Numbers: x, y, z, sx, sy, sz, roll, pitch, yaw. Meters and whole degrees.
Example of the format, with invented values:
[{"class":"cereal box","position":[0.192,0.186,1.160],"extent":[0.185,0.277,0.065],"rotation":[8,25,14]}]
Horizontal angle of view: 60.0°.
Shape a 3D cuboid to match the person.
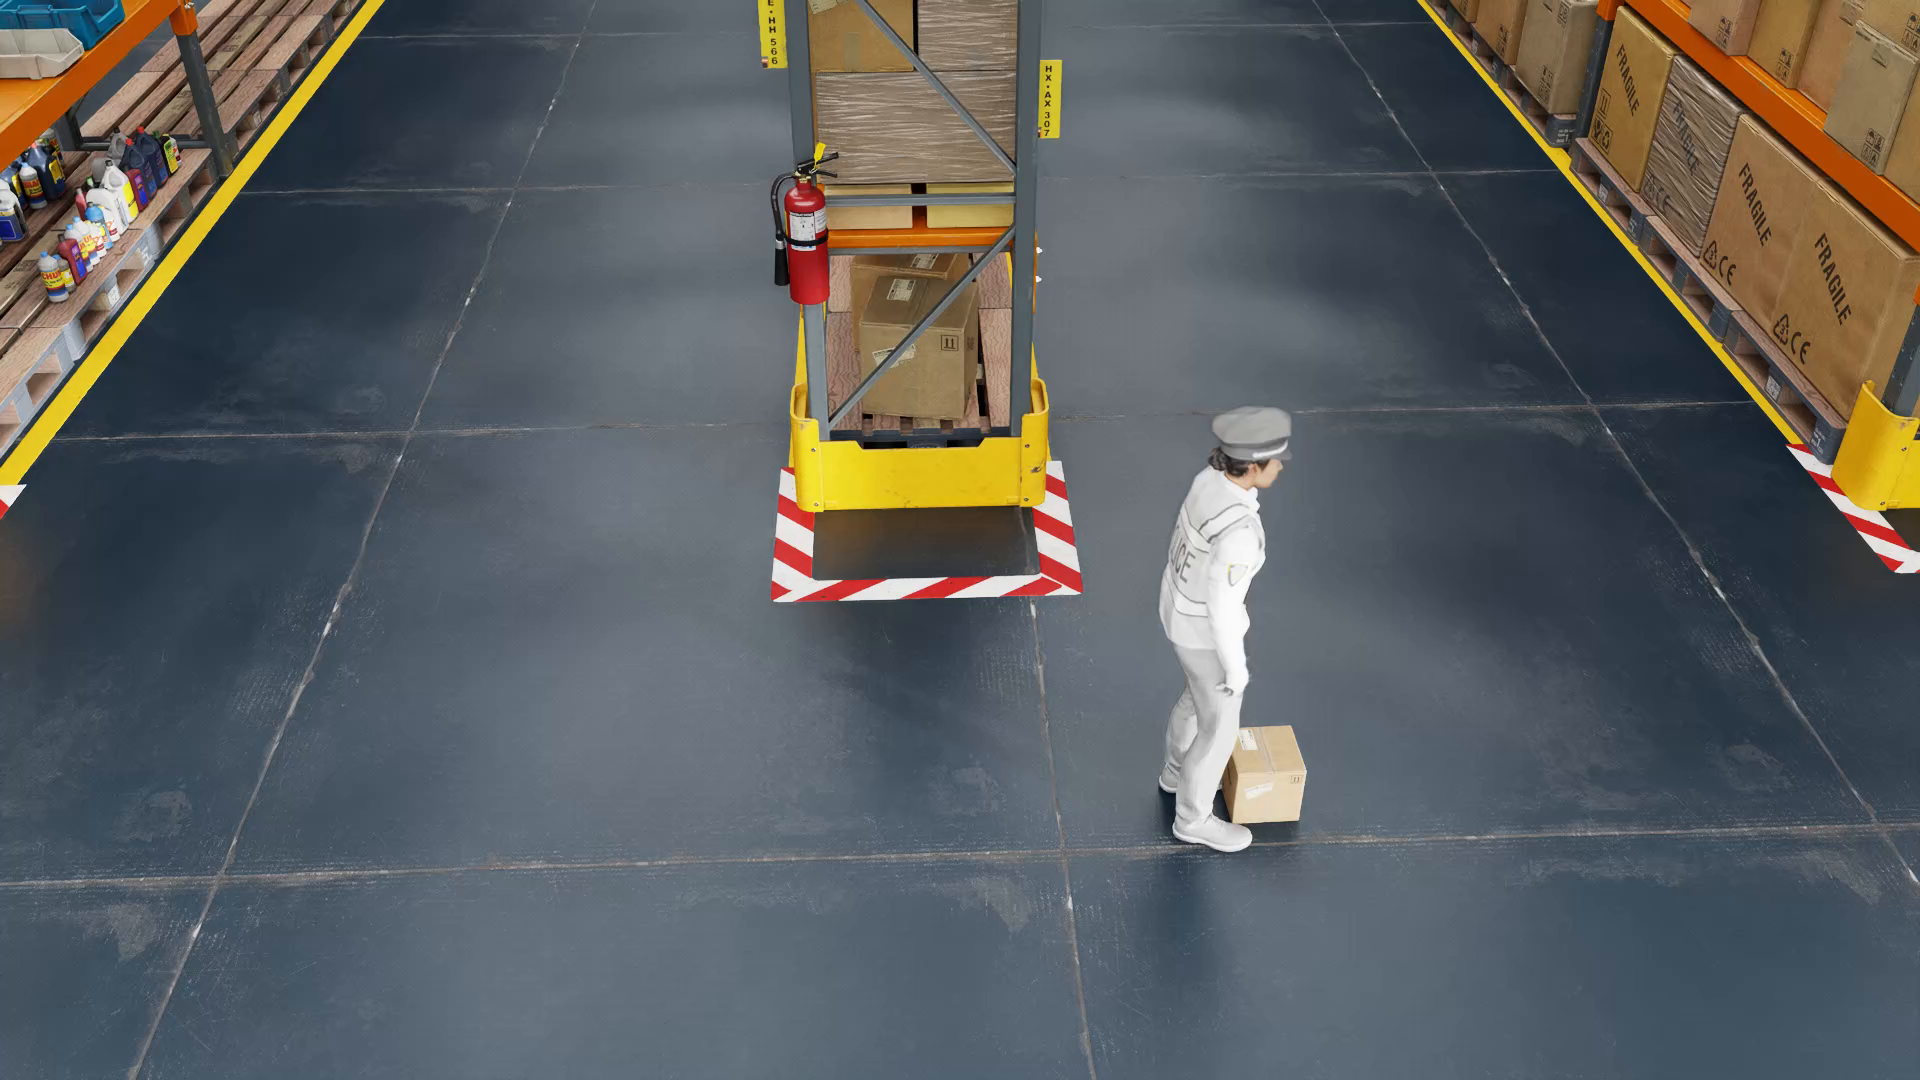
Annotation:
[{"class":"person","position":[0.879,0.302,5.718],"extent":[0.376,1.663,0.530],"rotation":[-2,35,-2]}]
